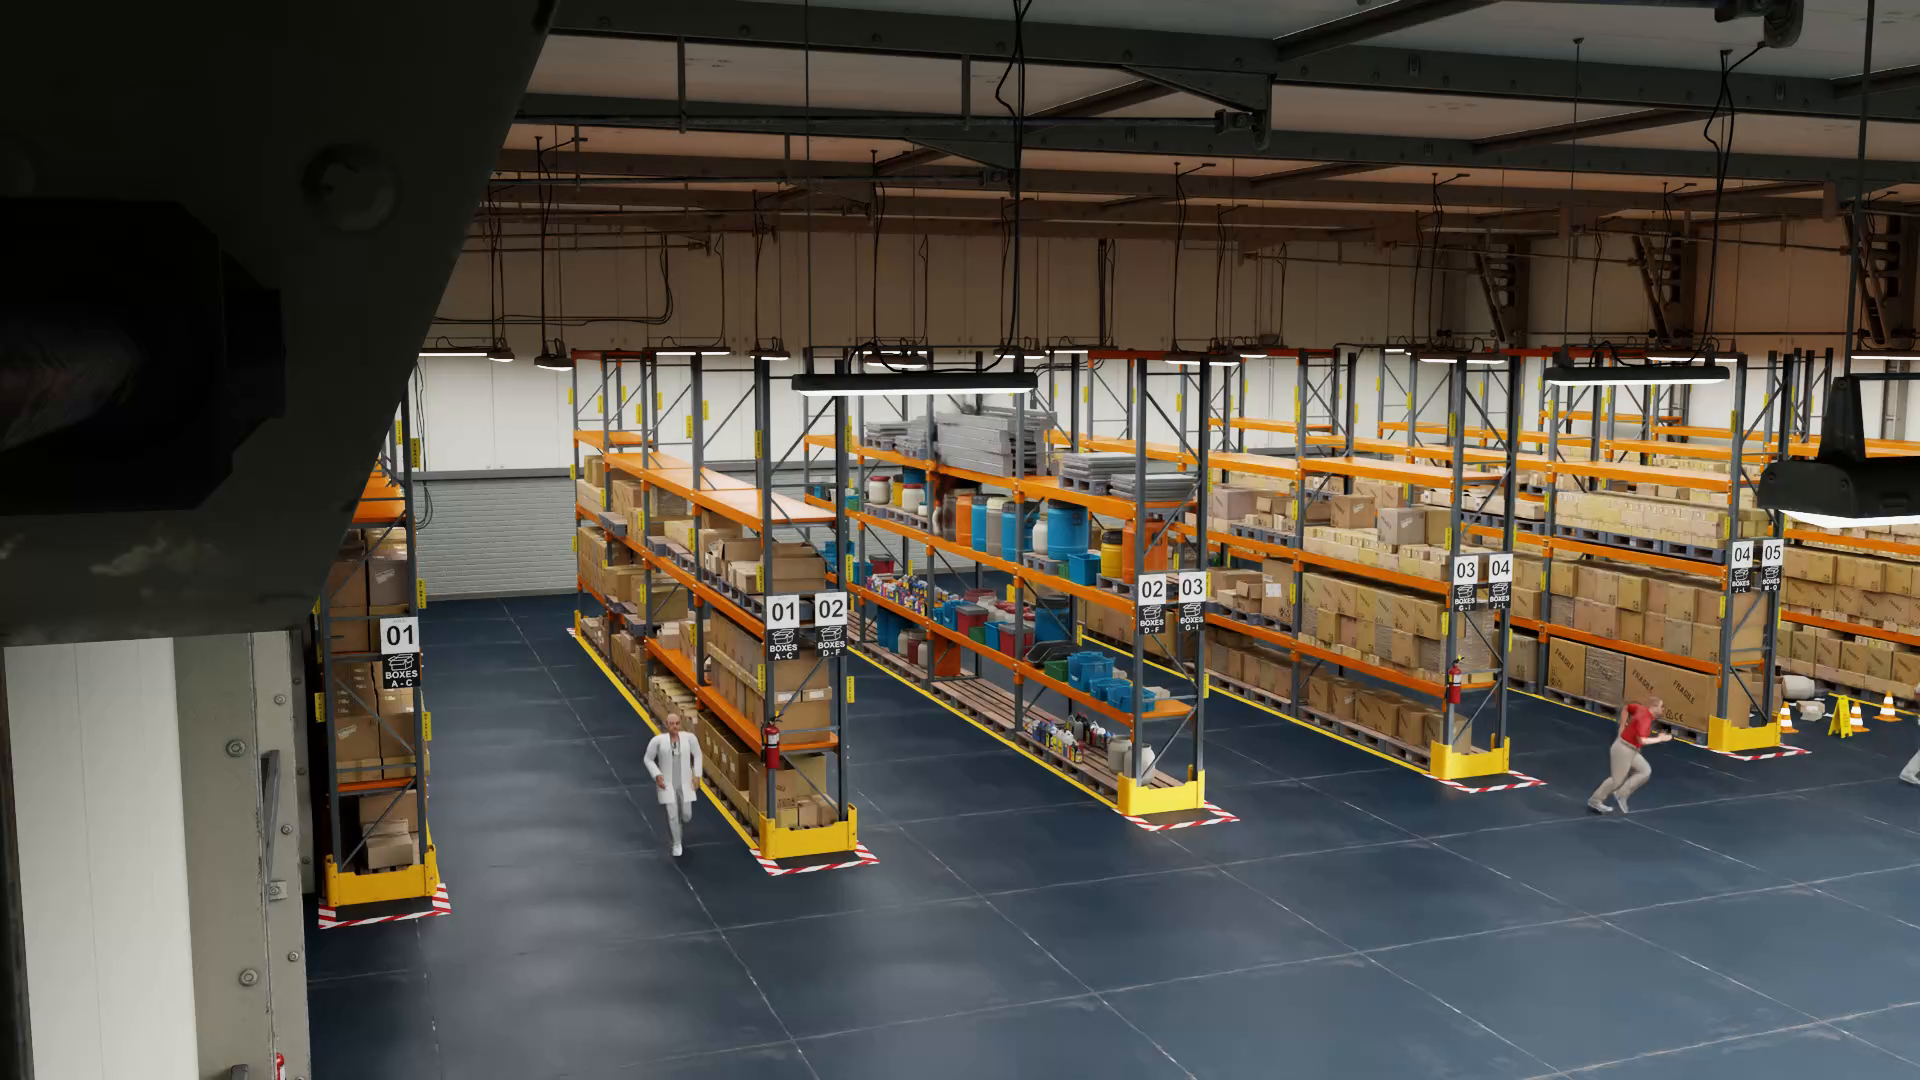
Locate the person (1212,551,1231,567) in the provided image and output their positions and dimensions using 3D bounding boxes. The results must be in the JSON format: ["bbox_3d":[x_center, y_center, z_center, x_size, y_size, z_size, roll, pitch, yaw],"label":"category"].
[{"bbox_3d":[6.578,0.317,41.530,0.569,1.713,0.712,2,7,14],"label":"person"}]

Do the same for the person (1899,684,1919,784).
[{"bbox_3d":[13.605,2.602,23.218,0.753,1.820,0.670,5,9,34],"label":"person"}]

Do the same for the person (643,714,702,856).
[{"bbox_3d":[-3.501,3.069,20.351,0.722,1.509,0.665,-2,8,-19],"label":"person"}]

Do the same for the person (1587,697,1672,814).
[{"bbox_3d":[8.835,2.832,21.939,0.986,1.617,0.699,3,8,21],"label":"person"}]
